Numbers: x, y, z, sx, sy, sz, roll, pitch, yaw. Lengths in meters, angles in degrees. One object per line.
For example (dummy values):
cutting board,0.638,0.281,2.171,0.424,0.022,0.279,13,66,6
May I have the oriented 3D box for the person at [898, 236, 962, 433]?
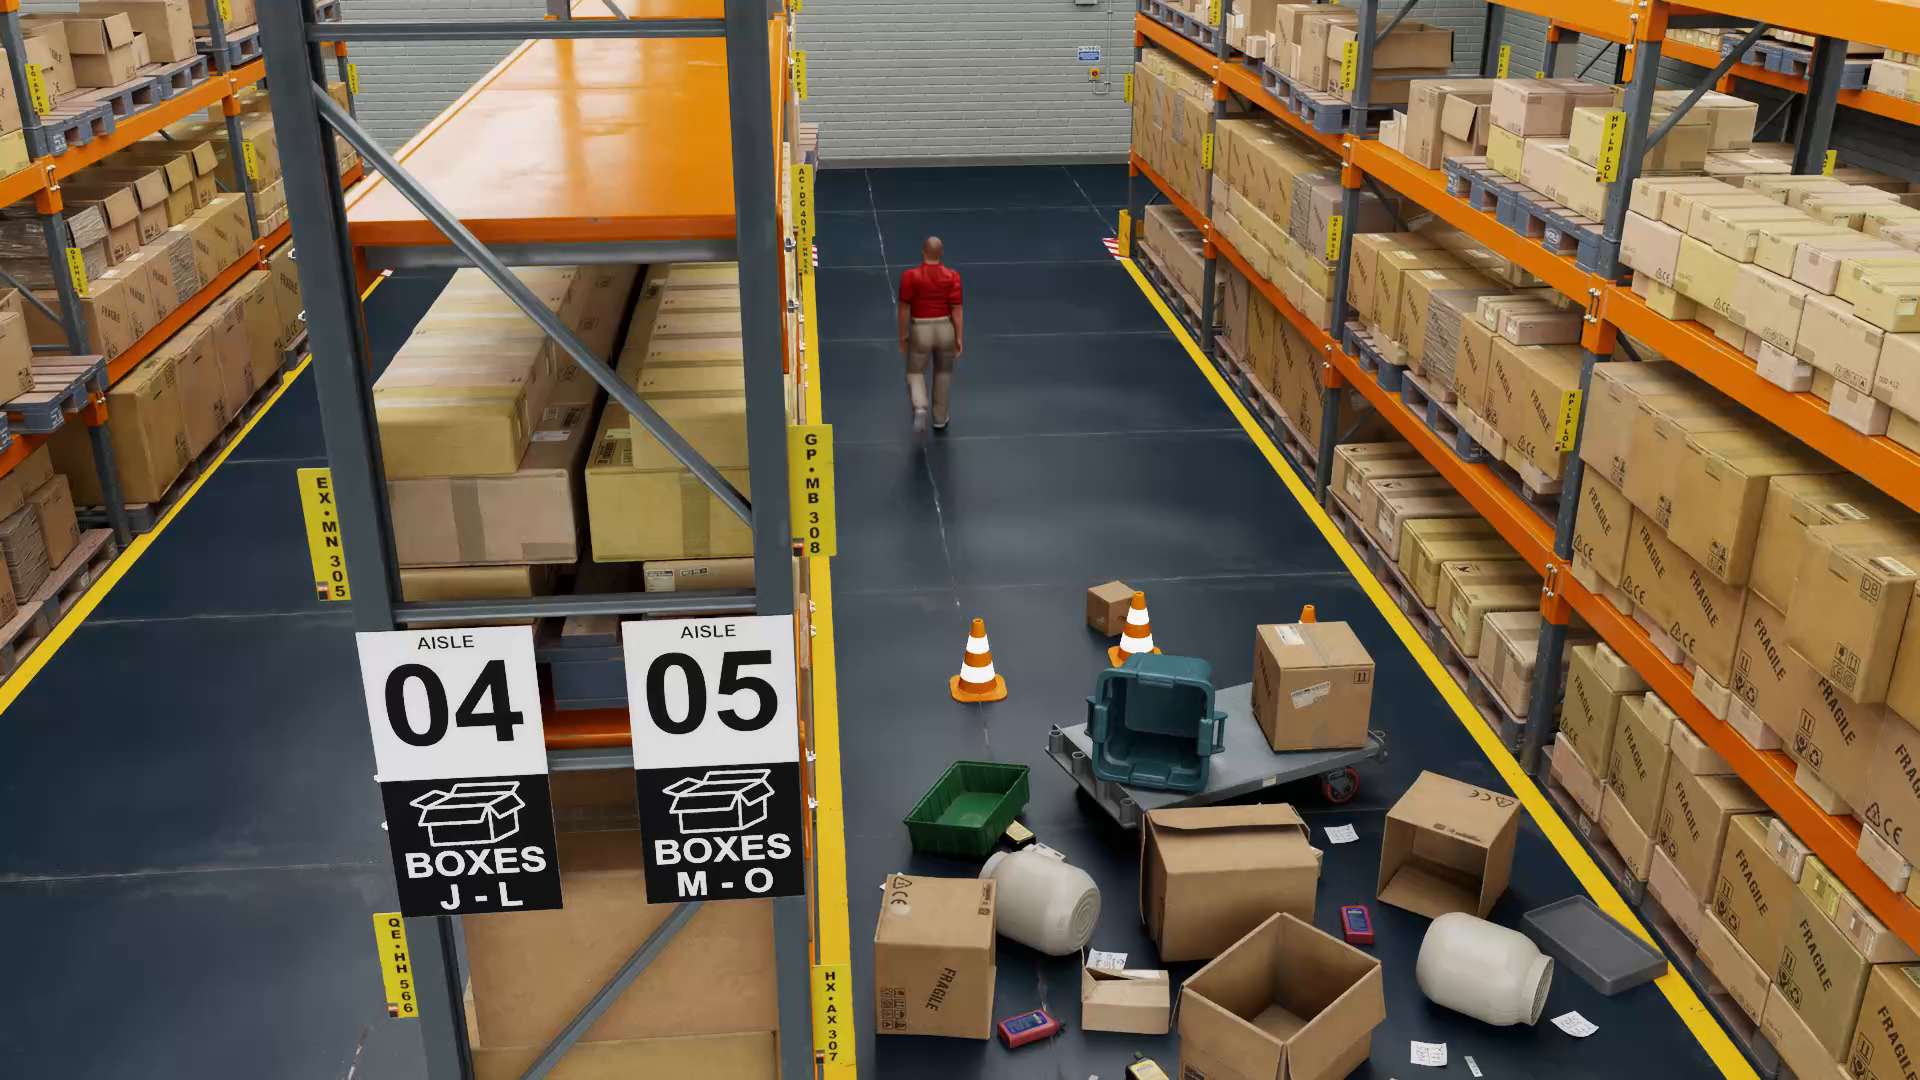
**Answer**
person,-0.251,-1.721,14.040,0.541,1.700,0.761,-1,24,-3
